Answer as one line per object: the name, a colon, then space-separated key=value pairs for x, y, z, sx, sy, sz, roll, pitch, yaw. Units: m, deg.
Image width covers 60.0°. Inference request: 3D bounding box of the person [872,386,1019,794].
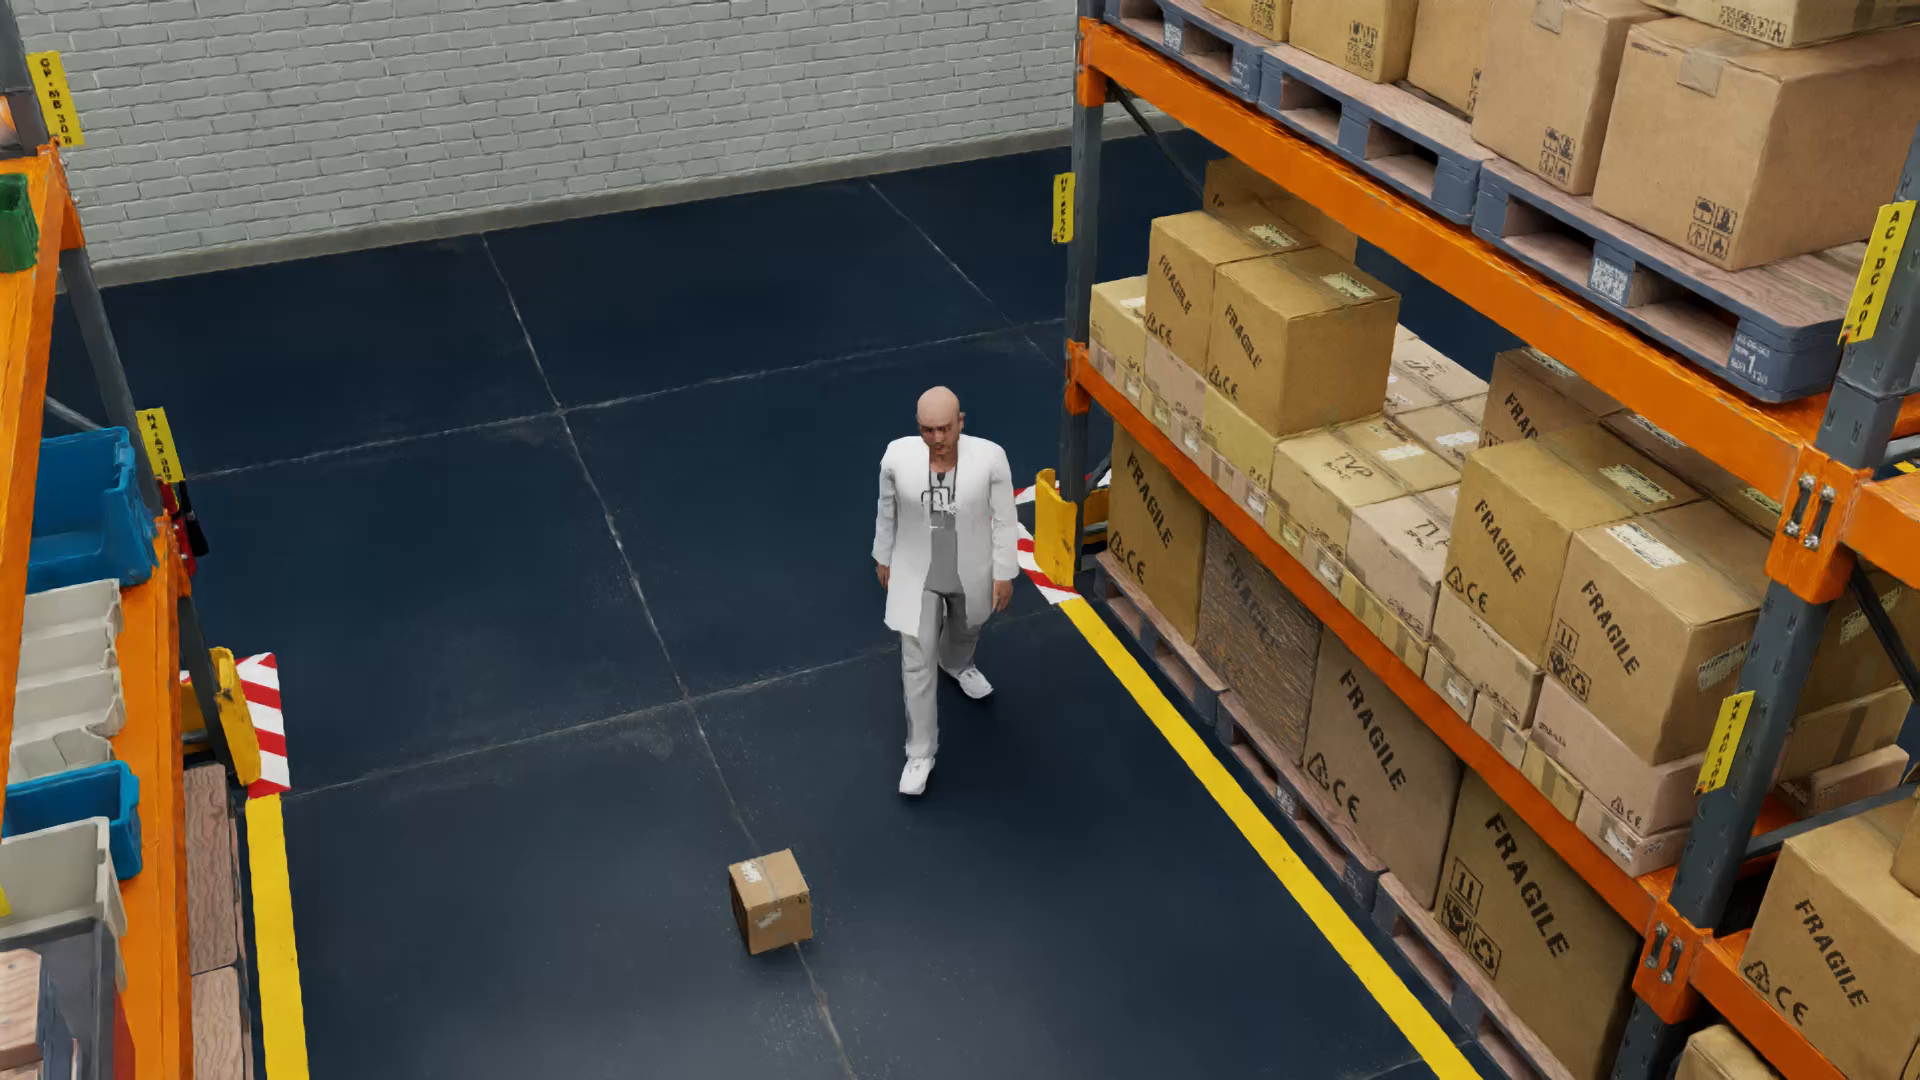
person: x=-0.061 y=0.136 z=6.960 sx=0.618 sy=1.748 sz=0.996 roll=-1 pitch=33 yaw=-1
